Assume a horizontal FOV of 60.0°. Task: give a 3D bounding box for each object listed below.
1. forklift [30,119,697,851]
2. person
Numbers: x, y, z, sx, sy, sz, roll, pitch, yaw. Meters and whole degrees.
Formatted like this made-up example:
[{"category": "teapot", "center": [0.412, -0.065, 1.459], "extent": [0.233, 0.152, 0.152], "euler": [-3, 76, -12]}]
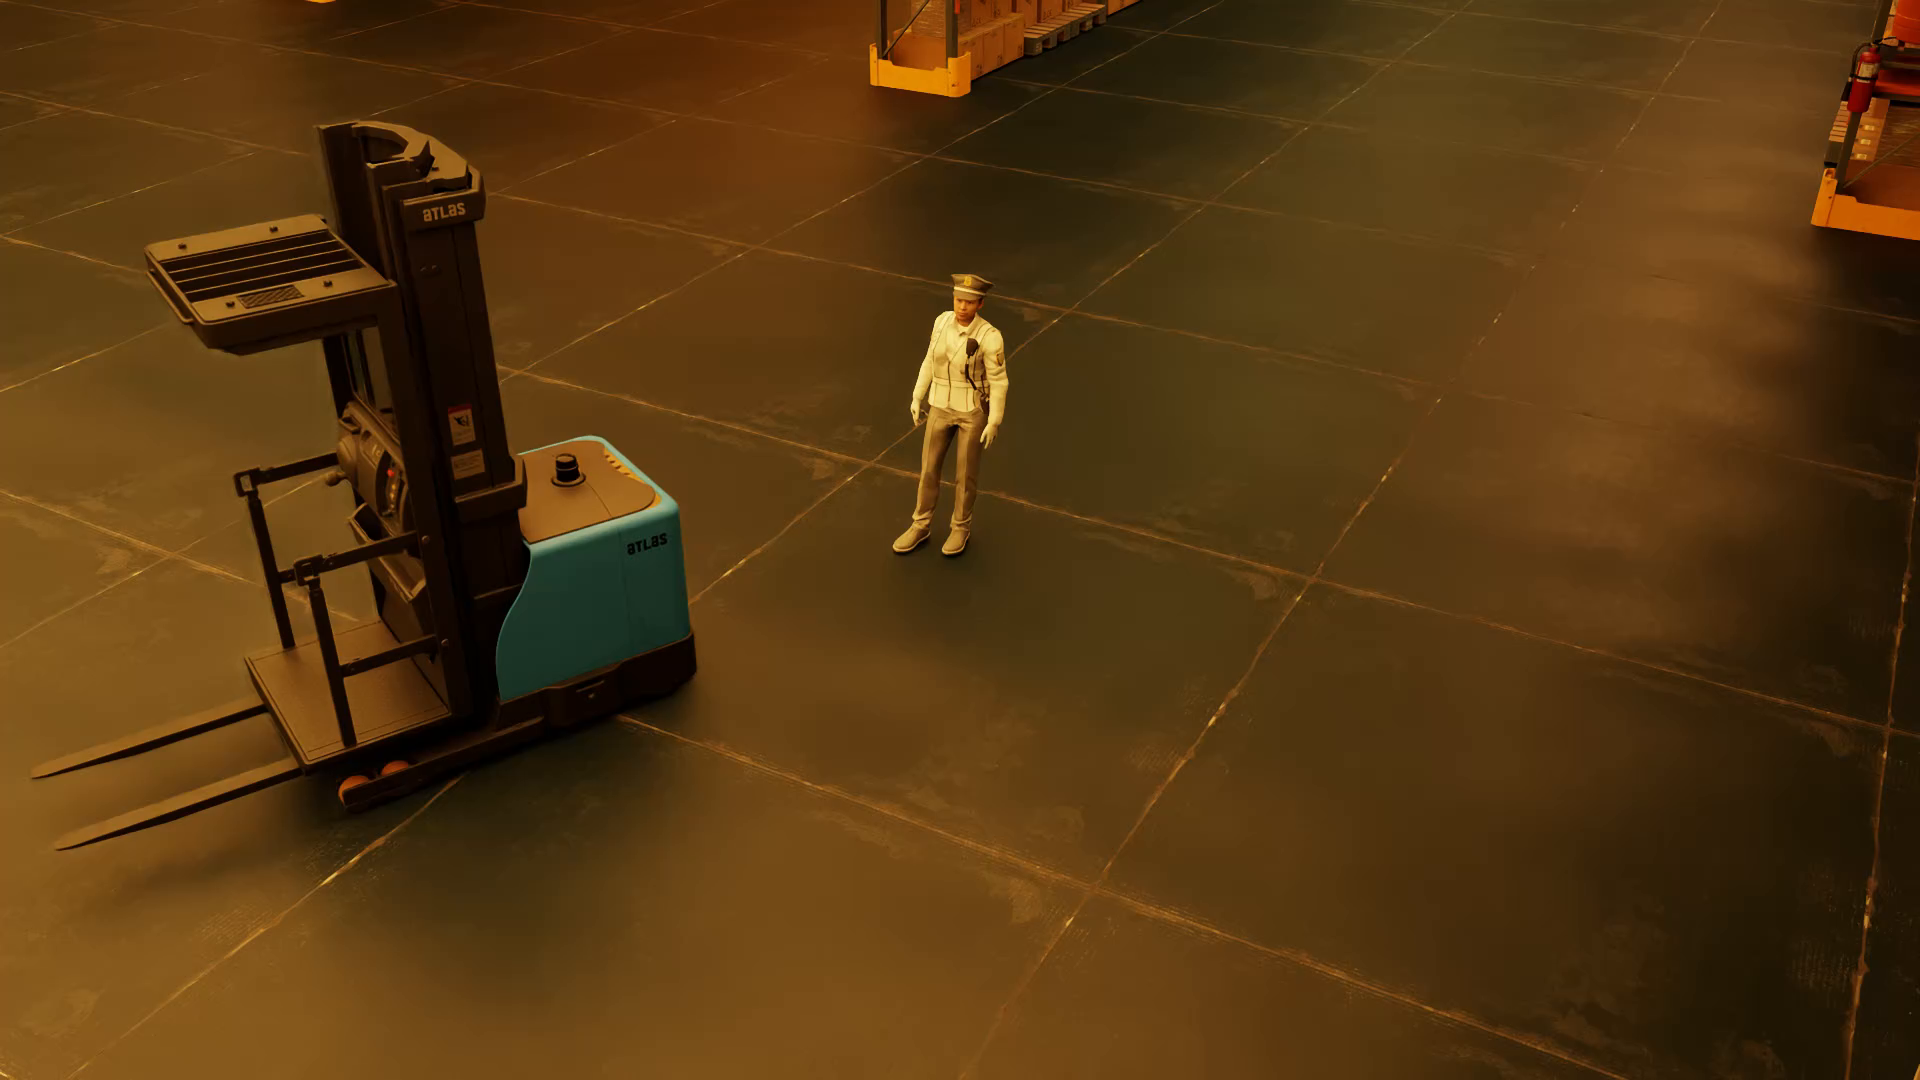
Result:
[{"category": "forklift", "center": [-2.875, -0.298, 7.587], "extent": [3.031, 2.935, 1.130], "euler": [-19, 35, -30]}, {"category": "person", "center": [-0.040, -0.712, 9.527], "extent": [0.586, 1.694, 0.530], "euler": [15, 33, 25]}]
